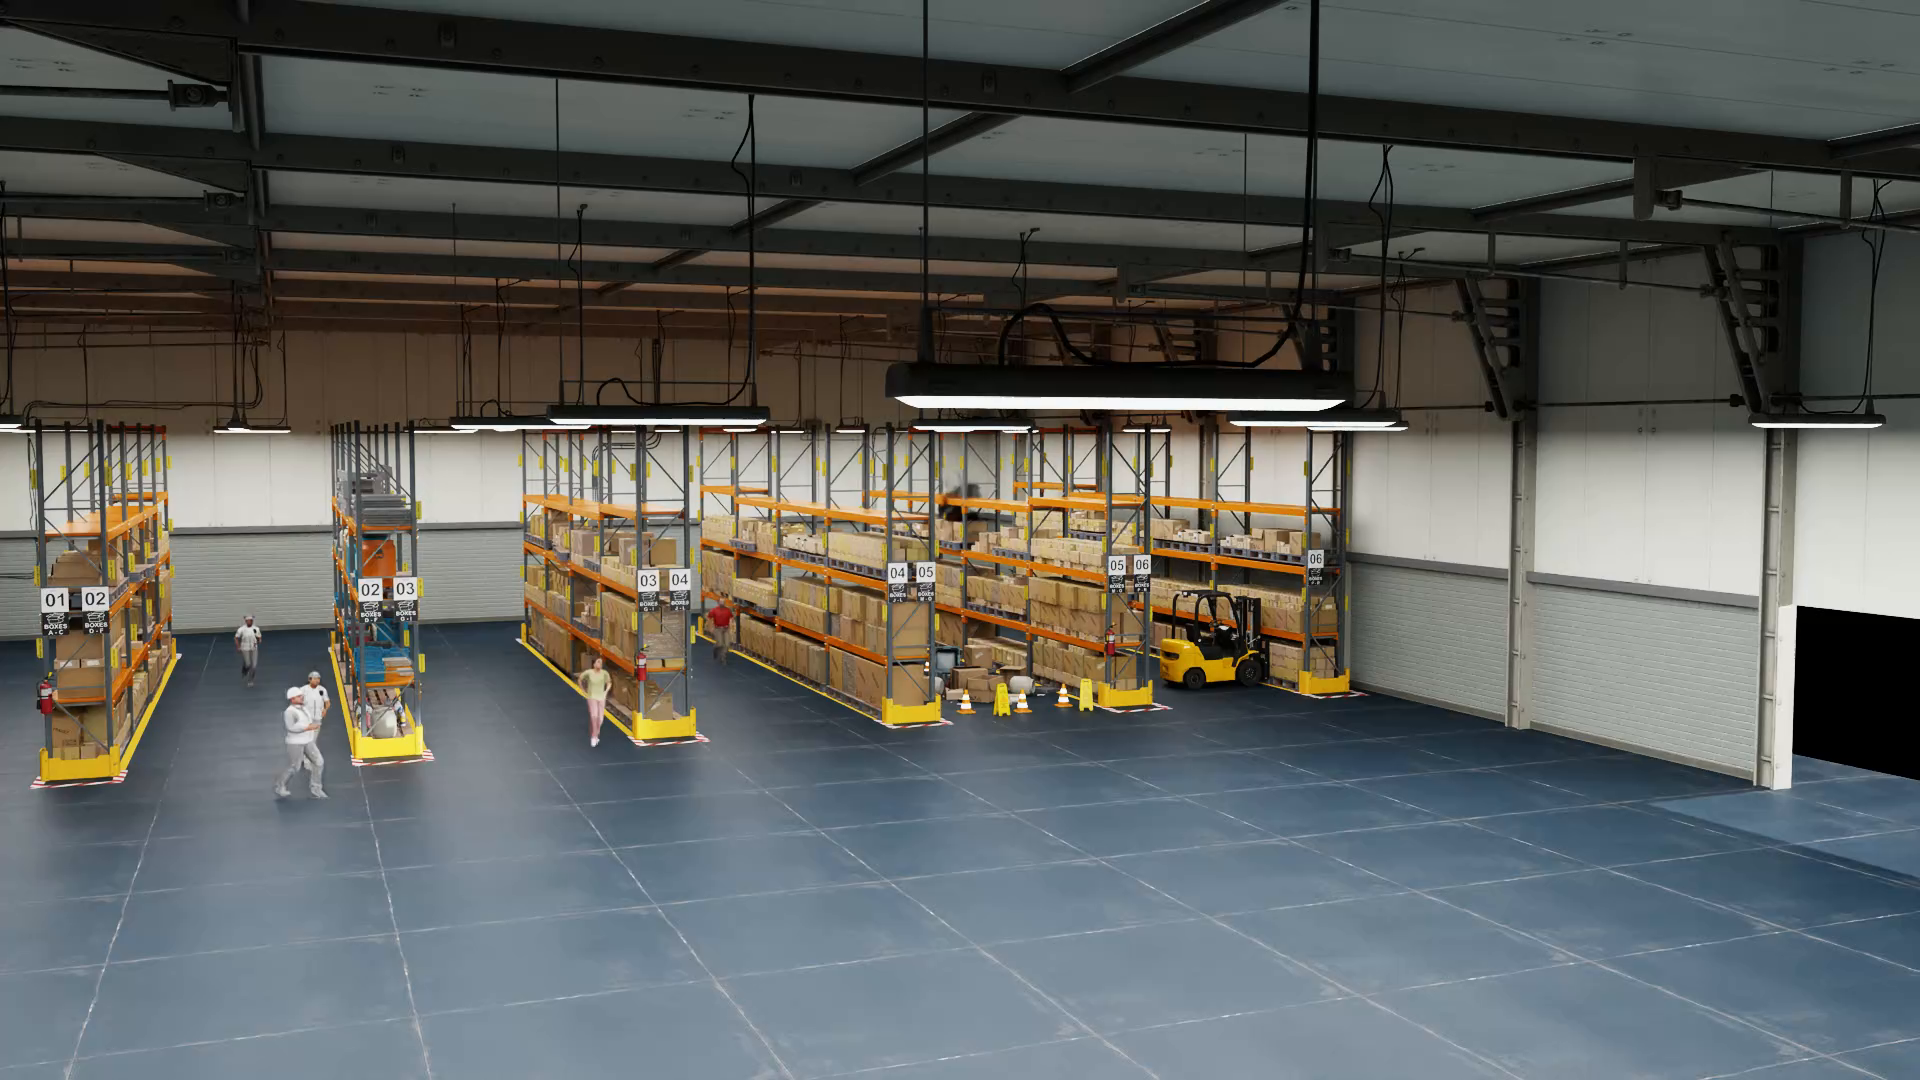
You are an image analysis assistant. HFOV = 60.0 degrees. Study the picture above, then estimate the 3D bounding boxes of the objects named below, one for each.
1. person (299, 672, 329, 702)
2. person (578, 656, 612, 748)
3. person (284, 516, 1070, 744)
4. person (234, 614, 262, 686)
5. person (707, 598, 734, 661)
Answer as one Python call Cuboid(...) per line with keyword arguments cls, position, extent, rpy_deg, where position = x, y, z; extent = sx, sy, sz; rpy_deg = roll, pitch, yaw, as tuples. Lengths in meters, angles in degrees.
Cuboid(cls="person", position=(-11.243, 2.650, 28.835), extent=(0.597, 0.724, 0.381), rpy_deg=(-3, 5, -43))
Cuboid(cls="person", position=(-6.727, 2.975, 30.763), extent=(0.589, 1.674, 0.668), rpy_deg=(-2, 4, -29))
Cuboid(cls="person", position=(-3.731, 1.254, 37.028), extent=(9.458, 2.521, 24.346), rpy_deg=(1, 4, 11))
Cuboid(cls="person", position=(-16.213, 2.525, 37.953), extent=(0.561, 1.650, 0.570), rpy_deg=(-2, 4, -34))
Cuboid(cls="person", position=(-5.967, 2.241, 41.690), extent=(0.675, 1.590, 0.544), rpy_deg=(-2, 4, -27))
